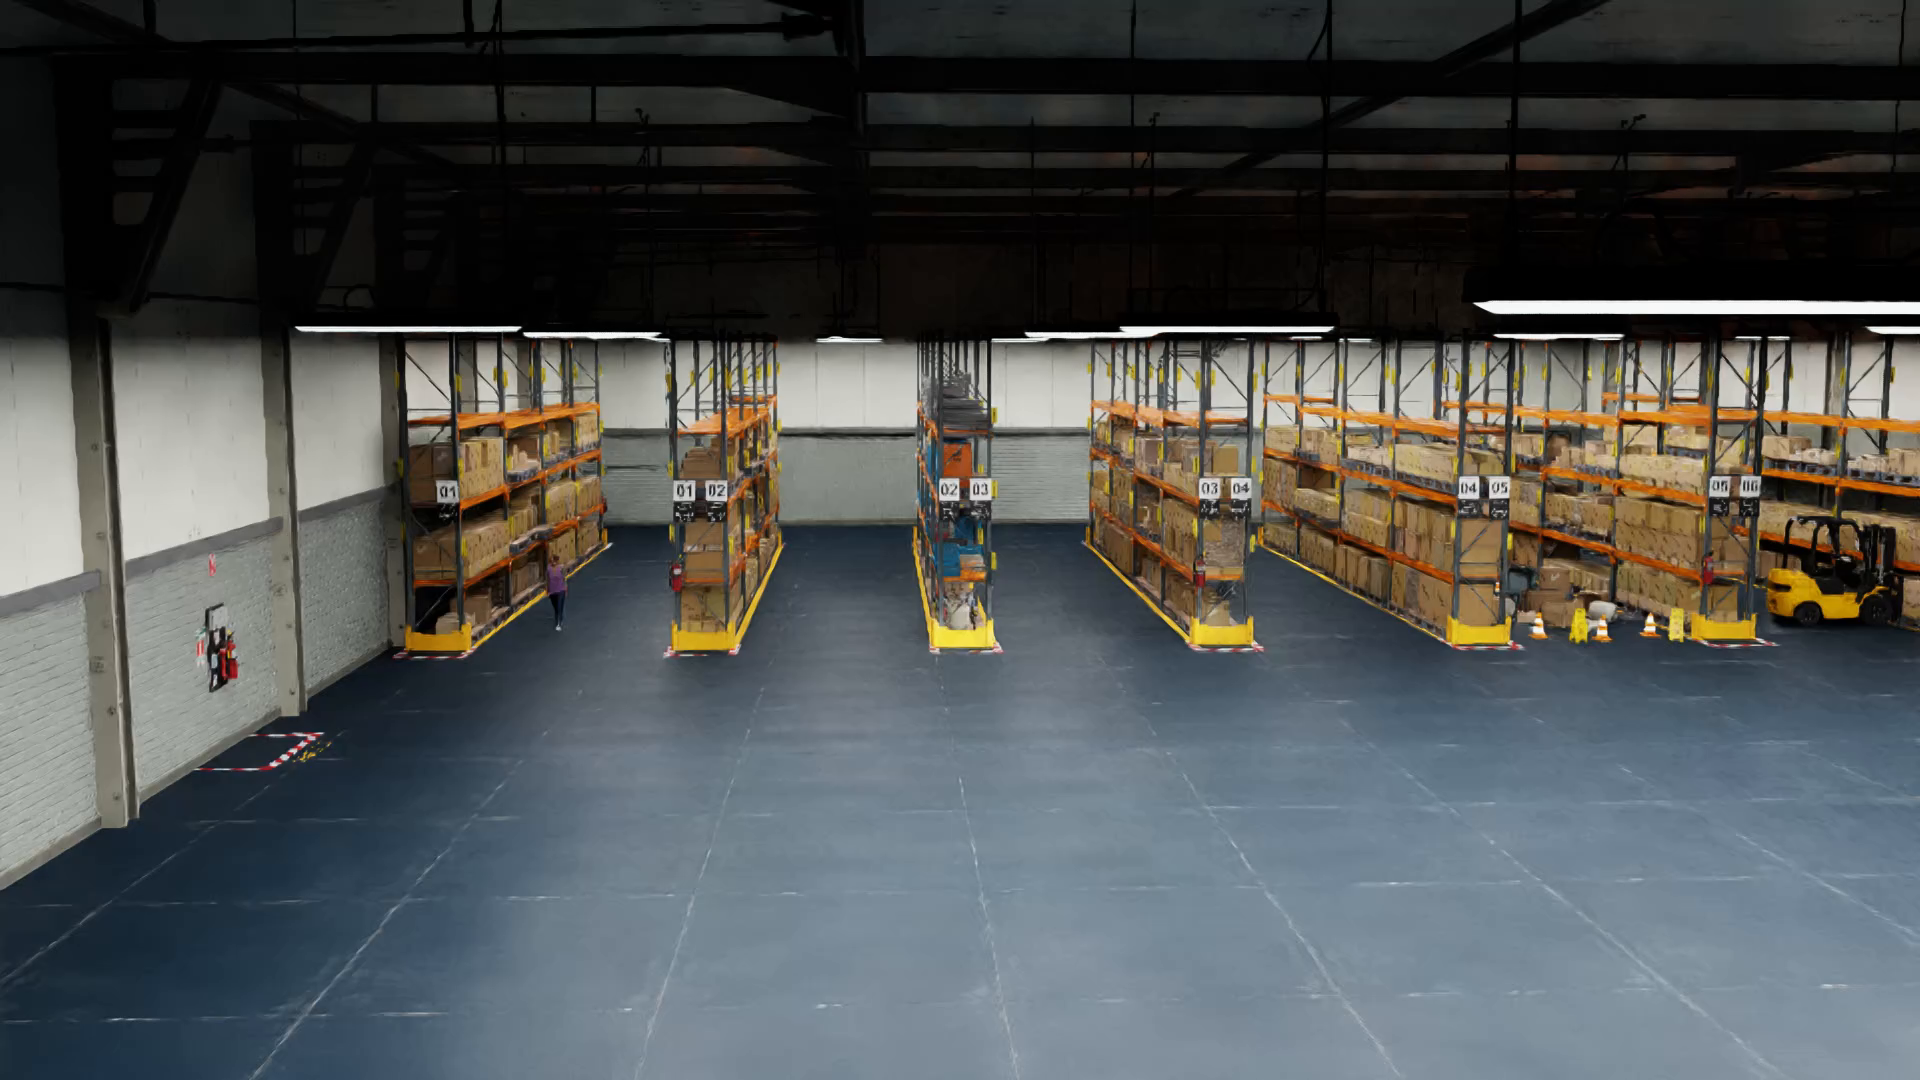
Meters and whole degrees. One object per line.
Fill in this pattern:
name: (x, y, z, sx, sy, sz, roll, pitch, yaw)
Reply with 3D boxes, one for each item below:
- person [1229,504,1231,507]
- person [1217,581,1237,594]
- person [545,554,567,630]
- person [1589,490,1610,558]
person: (7.356, -0.353, 45.132, 0.417, 1.504, 1.036, 0, 7, 0)
person: (6.176, 0.441, 38.061, 0.592, 1.629, 0.526, -1, 7, -5)
person: (-8.136, 1.038, 33.451, 0.417, 1.480, 1.032, 0, 7, 0)
person: (17.300, -0.433, 44.777, 0.585, 1.810, 0.641, 2, 7, 14)
